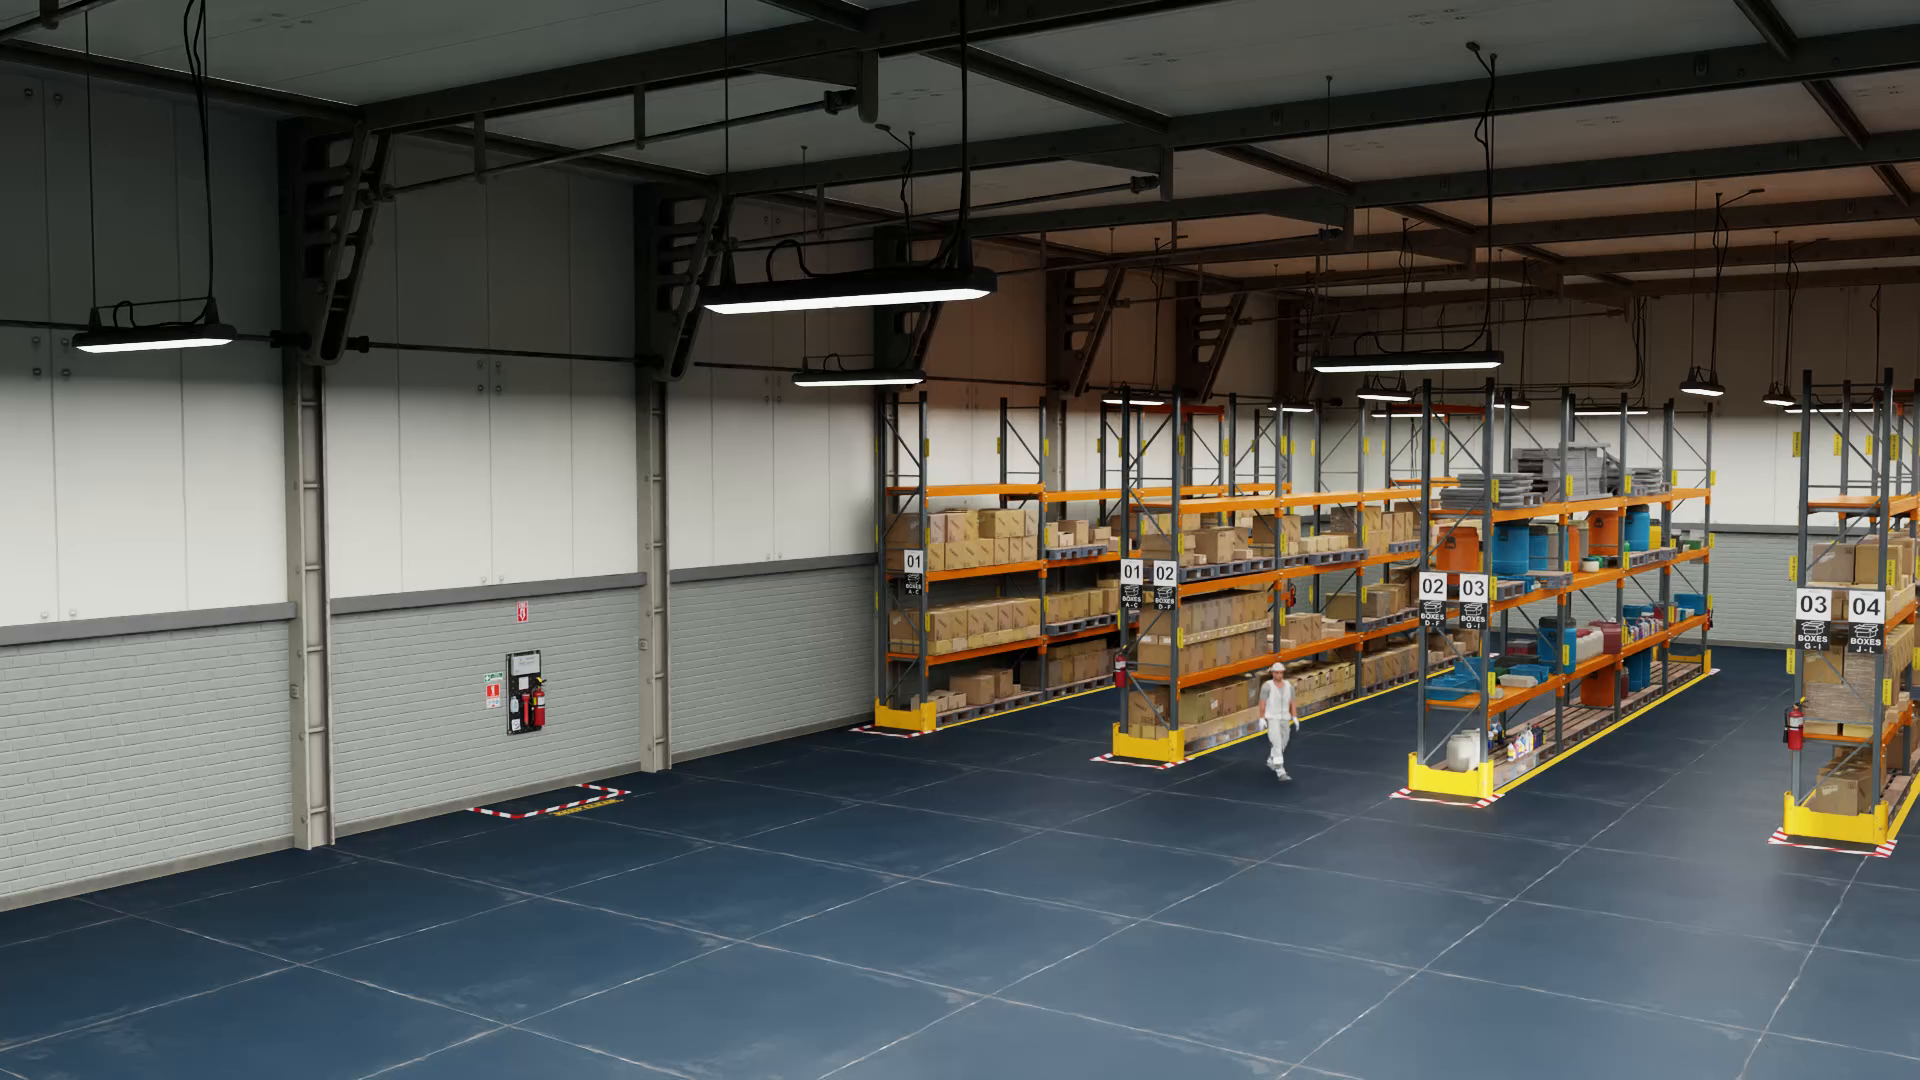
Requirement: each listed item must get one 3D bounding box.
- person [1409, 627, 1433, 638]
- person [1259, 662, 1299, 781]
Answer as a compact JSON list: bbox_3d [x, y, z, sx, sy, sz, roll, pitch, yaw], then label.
[{"bbox_3d":[11.671,1.845,41.862,0.559,1.658,0.944,-2,4,-36],"label":"person"},{"bbox_3d":[4.838,2.726,25.169,0.548,1.754,1.010,-1,3,-16],"label":"person"}]
